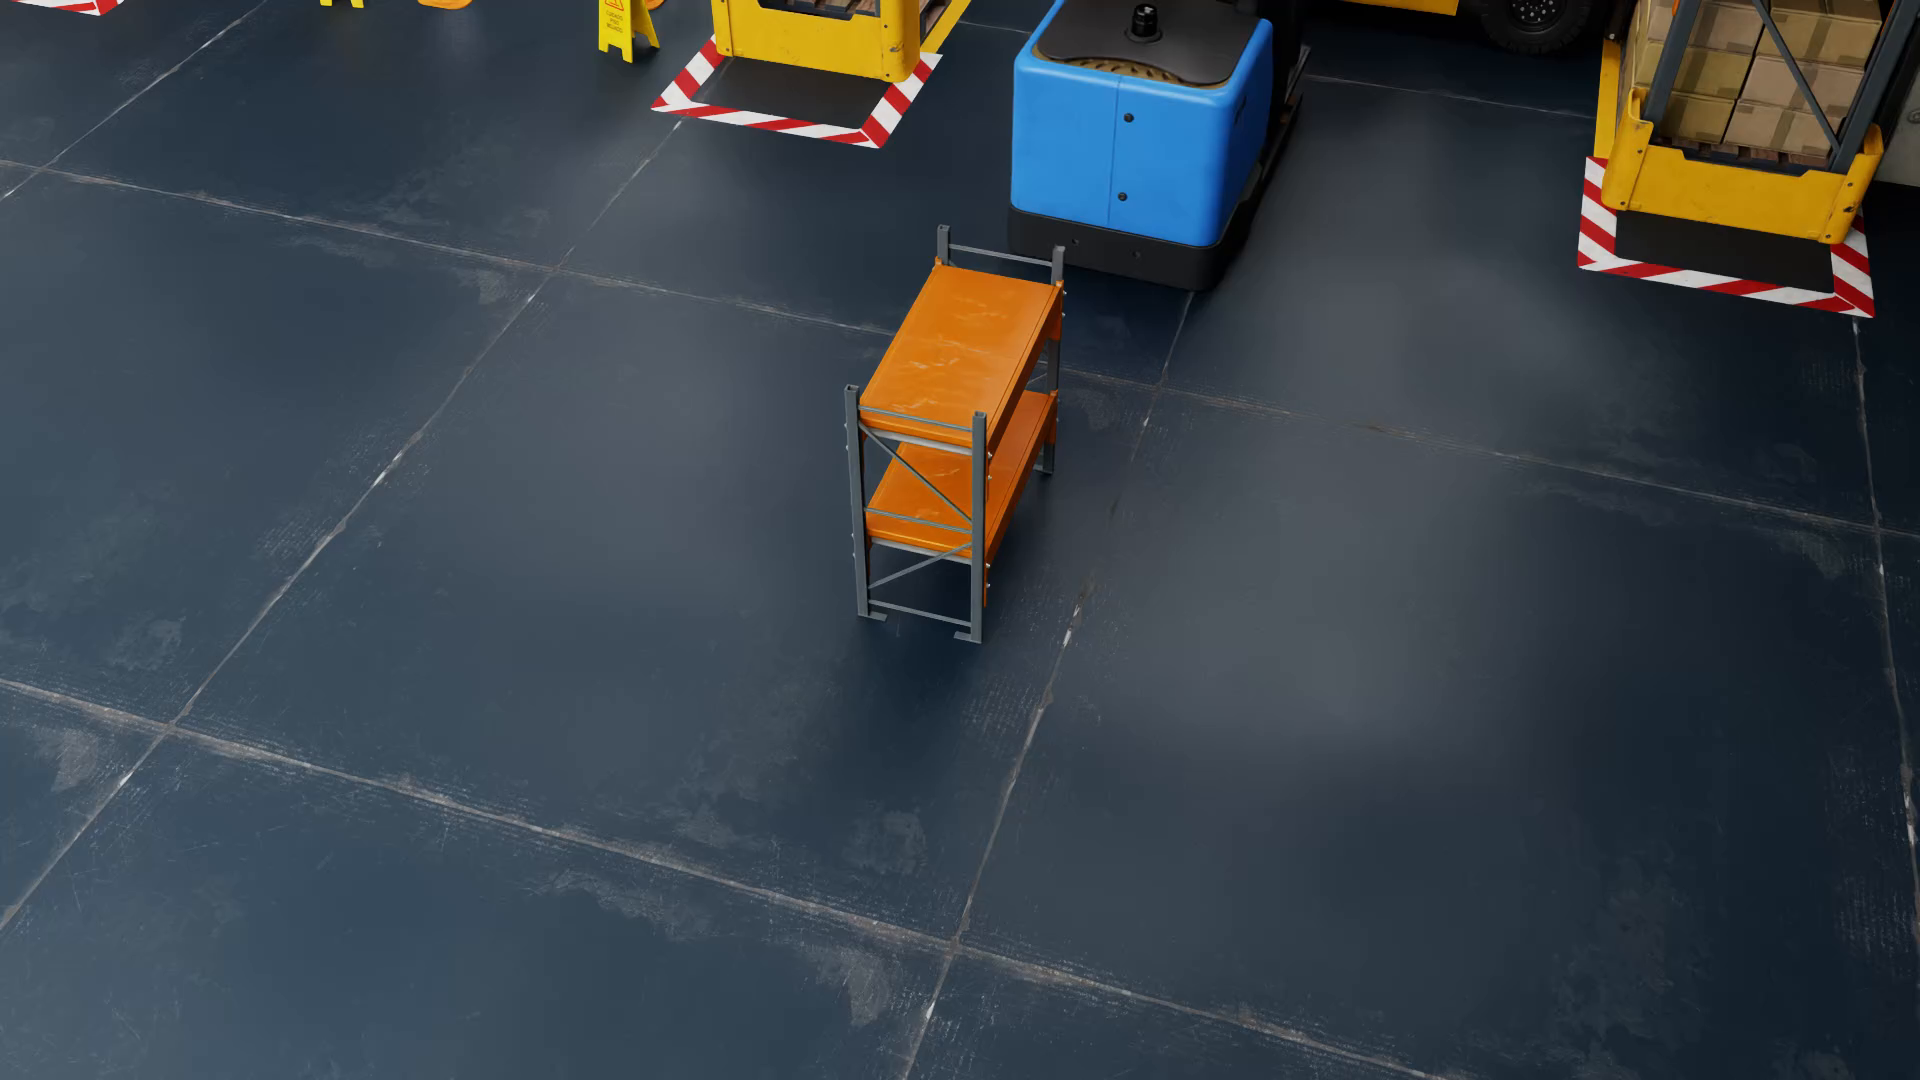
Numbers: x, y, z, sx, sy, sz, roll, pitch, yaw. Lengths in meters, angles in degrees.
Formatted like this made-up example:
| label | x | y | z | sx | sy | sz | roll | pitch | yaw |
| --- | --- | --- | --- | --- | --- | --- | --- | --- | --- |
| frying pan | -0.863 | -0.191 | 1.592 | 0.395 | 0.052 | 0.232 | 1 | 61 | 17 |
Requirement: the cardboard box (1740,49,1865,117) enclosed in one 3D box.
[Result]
| label | x | y | z | sx | sy | sz | roll | pitch | yaw |
| --- | --- | --- | --- | --- | --- | --- | --- | --- | --- |
| cardboard box | 4.228 | -2.396 | 8.362 | 0.500 | 0.250 | 0.500 | 13 | 46 | 13 |

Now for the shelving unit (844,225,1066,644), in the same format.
| label | x | y | z | sx | sy | sz | roll | pitch | yaw |
| --- | --- | --- | --- | --- | --- | --- | --- | --- | --- |
| shelving unit | 0.002 | -0.407 | 6.361 | 0.538 | 1.125 | 1.048 | 13 | 46 | 13 |

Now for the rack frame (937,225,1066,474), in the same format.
| label | x | y | z | sx | sy | sz | roll | pitch | yaw |
| --- | --- | --- | --- | --- | --- | --- | --- | --- | --- |
| rack frame | 0.156 | -0.745 | 6.707 | 0.500 | 1.125 | 0.032 | 13 | 46 | 13 |

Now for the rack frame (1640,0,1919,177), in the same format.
| label | x | y | z | sx | sy | sz | roll | pitch | yaw |
| --- | --- | --- | --- | --- | --- | --- | --- | --- | --- |
| rack frame | 3.888 | -2.781 | 7.447 | 1.000 | 3.000 | 0.127 | 13 | 46 | 13 |

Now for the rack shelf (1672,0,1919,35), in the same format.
| label | x | y | z | sx | sy | sz | roll | pitch | yaw |
| --- | --- | --- | --- | --- | --- | --- | --- | --- | --- |
| rack shelf | 4.493 | -3.857 | 9.061 | 1.077 | 0.370 | 4.000 | 13 | 46 | 13 |

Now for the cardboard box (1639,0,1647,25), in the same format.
| label | x | y | z | sx | sy | sz | roll | pitch | yaw |
| --- | --- | --- | --- | --- | --- | --- | --- | --- | --- |
| cardboard box | 3.899 | -2.849 | 8.825 | 0.500 | 0.250 | 0.500 | 12 | 46 | 12 |

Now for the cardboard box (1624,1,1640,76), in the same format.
| label | x | y | z | sx | sy | sz | roll | pitch | yaw |
| --- | --- | --- | --- | --- | --- | --- | --- | --- | --- |
| cardboard box | 3.888 | -2.658 | 8.987 | 0.500 | 0.250 | 0.500 | 13 | 46 | 12 |

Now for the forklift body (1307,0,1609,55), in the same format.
| label | x | y | z | sx | sy | sz | roll | pitch | yaw |
| --- | --- | --- | --- | --- | --- | --- | --- | --- | --- |
| forklift body | 2.723 | -4.128 | 9.430 | 2.313 | 2.155 | 1.214 | 13 | 46 | 13 |

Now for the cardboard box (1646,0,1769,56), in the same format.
| label | x | y | z | sx | sy | sz | roll | pitch | yaw |
| --- | --- | --- | --- | --- | --- | --- | --- | --- | --- |
| cardboard box | 3.730 | -2.678 | 8.293 | 0.500 | 0.250 | 0.500 | 14 | 46 | 14 |

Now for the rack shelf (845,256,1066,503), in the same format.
| label | x | y | z | sx | sy | sz | roll | pitch | yaw |
| --- | --- | --- | --- | --- | --- | --- | --- | --- | --- |
| rack shelf | 0.002 | -0.616 | 6.156 | 0.538 | 0.278 | 1.000 | 13 | 46 | 13 |

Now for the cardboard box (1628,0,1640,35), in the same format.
| label | x | y | z | sx | sy | sz | roll | pitch | yaw |
| --- | --- | --- | --- | --- | --- | --- | --- | --- | --- |
| cardboard box | 4.048 | -2.989 | 9.326 | 0.500 | 0.250 | 0.500 | 13 | 46 | 13 |

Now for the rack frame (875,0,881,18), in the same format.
| label | x | y | z | sx | sy | sz | roll | pitch | yaw |
| --- | --- | --- | --- | --- | --- | --- | --- | --- | --- |
| rack frame | -0.844 | -3.829 | 8.519 | 1.000 | 3.000 | 0.127 | 13 | 46 | 13 |

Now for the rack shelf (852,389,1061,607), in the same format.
| label | x | y | z | sx | sy | sz | roll | pitch | yaw |
| --- | --- | --- | --- | --- | --- | --- | --- | --- | --- |
| rack shelf | 0.002 | -0.232 | 6.532 | 0.538 | 0.278 | 1.000 | 13 | 46 | 13 |

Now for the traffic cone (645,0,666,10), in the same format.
| label | x | y | z | sx | sy | sz | roll | pitch | yaw |
| --- | --- | --- | --- | --- | --- | --- | --- | --- | --- |
| traffic cone | -1.943 | -3.483 | 9.978 | 0.336 | 0.463 | 0.334 | 13 | 46 | 13 |

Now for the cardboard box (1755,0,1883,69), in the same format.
| label | x | y | z | sx | sy | sz | roll | pitch | yaw |
| --- | --- | --- | --- | --- | --- | --- | --- | --- | --- |
| cardboard box | 4.213 | -2.586 | 8.198 | 0.500 | 0.250 | 0.500 | 12 | 46 | 12 |

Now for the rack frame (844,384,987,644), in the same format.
| label | x | y | z | sx | sy | sz | roll | pitch | yaw |
| --- | --- | --- | --- | --- | --- | --- | --- | --- | --- |
| rack frame | -0.152 | -0.068 | 6.015 | 0.500 | 1.125 | 0.032 | 13 | 46 | 13 |

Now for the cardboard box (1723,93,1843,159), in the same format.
| label | x | y | z | sx | sy | sz | roll | pitch | yaw |
| --- | --- | --- | --- | --- | --- | --- | --- | --- | --- |
| cardboard box | 4.223 | -2.234 | 8.554 | 0.500 | 0.250 | 0.500 | 13 | 46 | 13 |

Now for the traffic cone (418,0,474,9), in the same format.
| label | x | y | z | sx | sy | sz | roll | pitch | yaw |
| --- | --- | --- | --- | --- | --- | --- | --- | --- | --- |
| traffic cone | -3.104 | -3.491 | 9.987 | 0.336 | 0.463 | 0.334 | 13 | 46 | 13 |

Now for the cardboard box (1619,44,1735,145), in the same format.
| label | x | y | z | sx | sy | sz | roll | pitch | yaw |
| --- | --- | --- | --- | --- | --- | --- | --- | --- | --- |
| cardboard box | 3.729 | -2.328 | 8.650 | 0.500 | 0.250 | 0.500 | 13 | 46 | 13 |

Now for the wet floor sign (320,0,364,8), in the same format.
| label | x | y | z | sx | sy | sz | roll | pitch | yaw |
| --- | --- | --- | --- | --- | --- | --- | --- | --- | --- |
| wet floor sign | -3.714 | -3.530 | 9.896 | 0.267 | 0.644 | 0.232 | 5 | 45 | 5 |

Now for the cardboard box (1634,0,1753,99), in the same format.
| label | x | y | z | sx | sy | sz | roll | pitch | yaw |
| --- | --- | --- | --- | --- | --- | --- | --- | --- | --- |
| cardboard box | 3.737 | -2.517 | 8.486 | 0.500 | 0.250 | 0.500 | 12 | 46 | 12 |

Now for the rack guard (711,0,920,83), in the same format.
| label | x | y | z | sx | sy | sz | roll | pitch | yaw |
| --- | --- | --- | --- | --- | --- | --- | --- | --- | --- |
| rack guard | -0.821 | -2.987 | 9.445 | 1.175 | 0.500 | 0.348 | 13 | 46 | 13 |

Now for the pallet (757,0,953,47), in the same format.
| label | x | y | z | sx | sy | sz | roll | pitch | yaw |
| --- | --- | --- | --- | --- | --- | --- | --- | --- | --- |
| pallet | -0.541 | -3.417 | 10.091 | 1.003 | 0.211 | 1.213 | 13 | 46 | 13 |

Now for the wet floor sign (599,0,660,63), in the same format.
| label | x | y | z | sx | sy | sz | roll | pitch | yaw |
| --- | --- | --- | --- | --- | --- | --- | --- | --- | --- |
| wet floor sign | -1.921 | -3.088 | 9.444 | 0.267 | 0.644 | 0.232 | 28 | 51 | 26 |

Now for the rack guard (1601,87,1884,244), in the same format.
| label | x | y | z | sx | sy | sz | roll | pitch | yaw |
| --- | --- | --- | --- | --- | --- | --- | --- | --- | --- |
| rack guard | 3.880 | -1.871 | 8.305 | 1.175 | 0.500 | 0.348 | 13 | 46 | 13 |

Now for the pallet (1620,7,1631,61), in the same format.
| label | x | y | z | sx | sy | sz | roll | pitch | yaw |
| --- | --- | --- | --- | --- | --- | --- | --- | --- | --- |
| pallet | 4.451 | -3.113 | 9.780 | 1.003 | 0.211 | 1.213 | 13 | 46 | 13 |

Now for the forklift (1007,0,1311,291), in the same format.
| label | x | y | z | sx | sy | sz | roll | pitch | yaw |
| --- | --- | --- | --- | --- | --- | --- | --- | --- | --- |
| forklift | 1.219 | -3.271 | 7.998 | 1.130 | 2.935 | 3.031 | 15 | 46 | 14 |

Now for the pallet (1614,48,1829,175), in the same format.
| label | x | y | z | sx | sy | sz | roll | pitch | yaw |
| --- | --- | --- | --- | --- | --- | --- | --- | --- | --- |
| pallet | 4.079 | -2.303 | 8.952 | 1.003 | 0.211 | 1.213 | 13 | 46 | 13 |
